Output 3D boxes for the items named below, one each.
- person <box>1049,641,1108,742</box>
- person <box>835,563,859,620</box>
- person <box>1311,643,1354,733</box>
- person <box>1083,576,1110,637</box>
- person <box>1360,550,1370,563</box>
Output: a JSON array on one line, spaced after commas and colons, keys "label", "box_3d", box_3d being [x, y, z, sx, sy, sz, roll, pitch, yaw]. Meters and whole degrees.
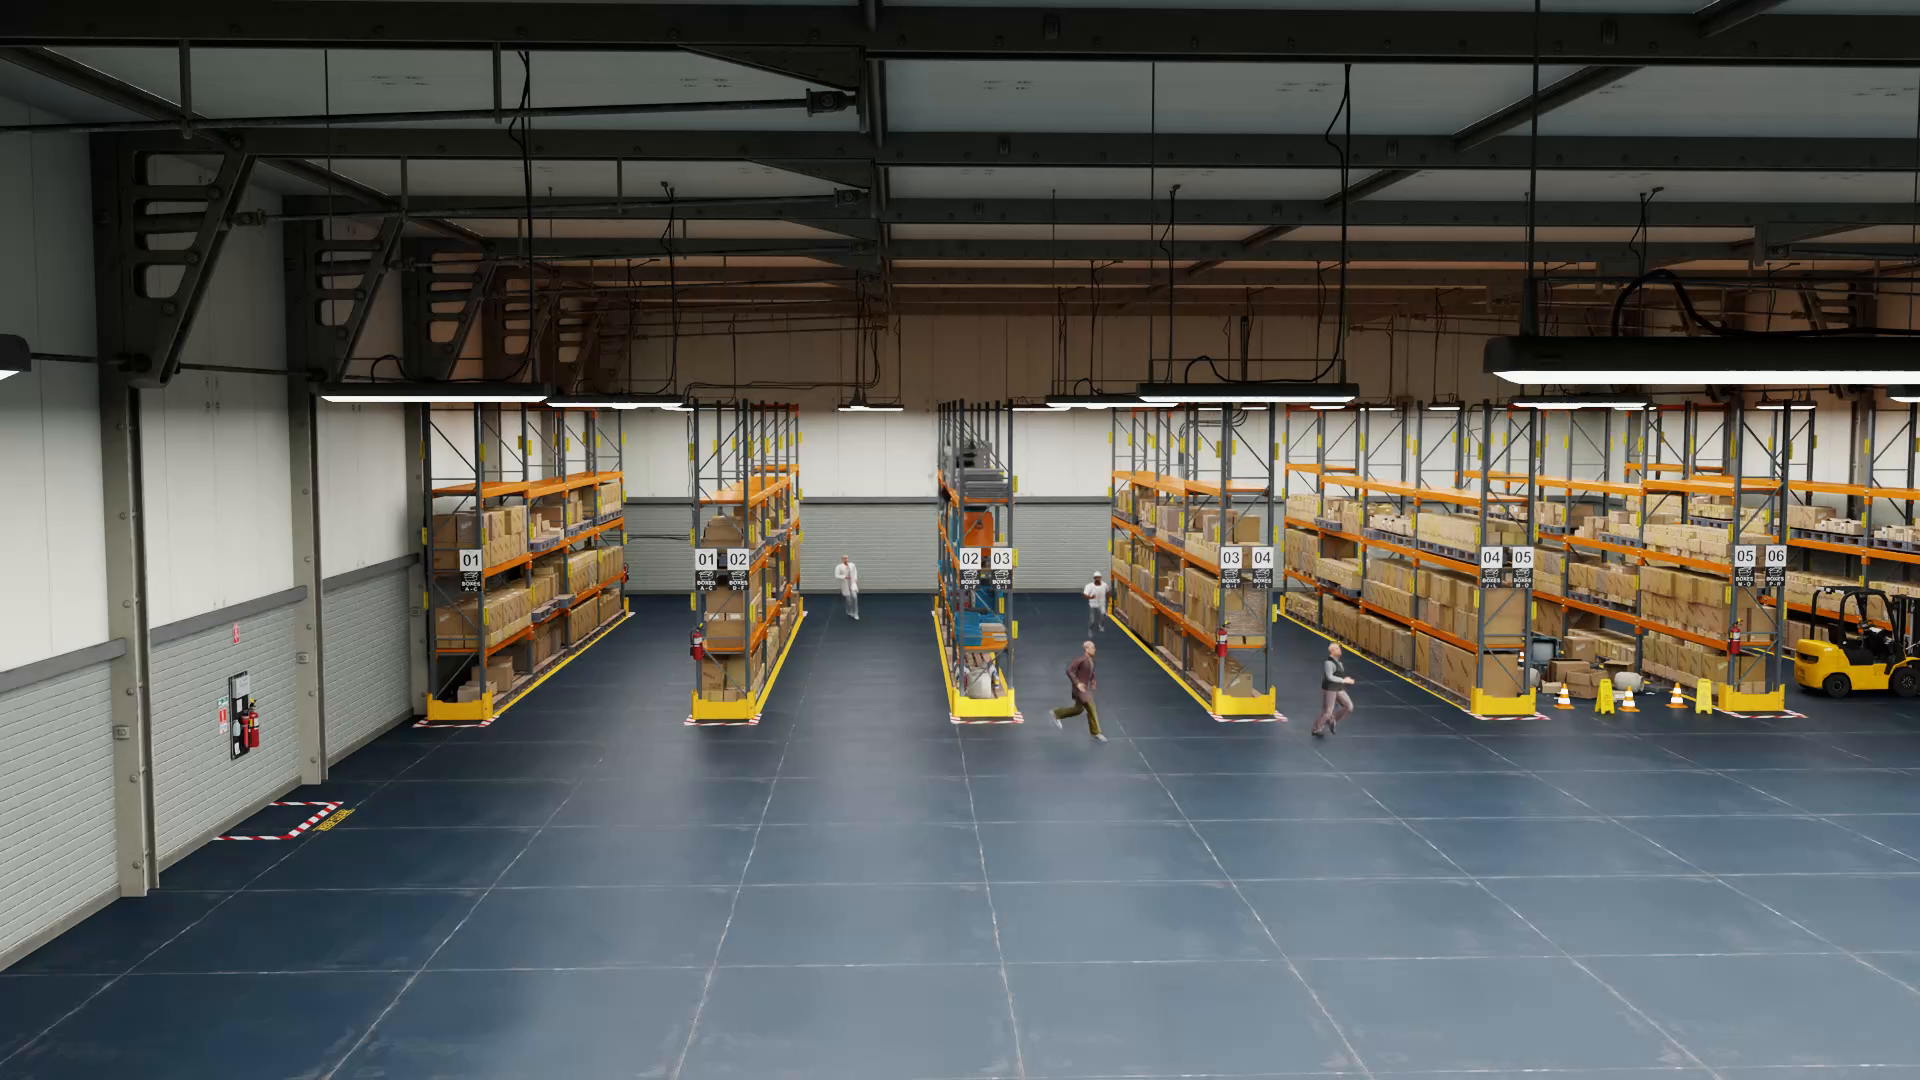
[{"label": "person", "box_3d": [2.084, 2.648, 29.235, 1.119, 1.778, 0.670, 2, 5, 25]}, {"label": "person", "box_3d": [-3.155, 1.404, 46.438, 0.672, 1.582, 0.953, -1, 5, -16]}, {"label": "person", "box_3d": [6.623, 2.609, 29.294, 0.792, 1.610, 0.560, 3, 6, 39]}, {"label": "person", "box_3d": [3.445, 1.652, 41.725, 0.712, 1.650, 0.961, 0, 4, -5]}, {"label": "person", "box_3d": [11.863, 1.137, 48.885, 0.606, 1.764, 0.627, -1, 4, -9]}]
